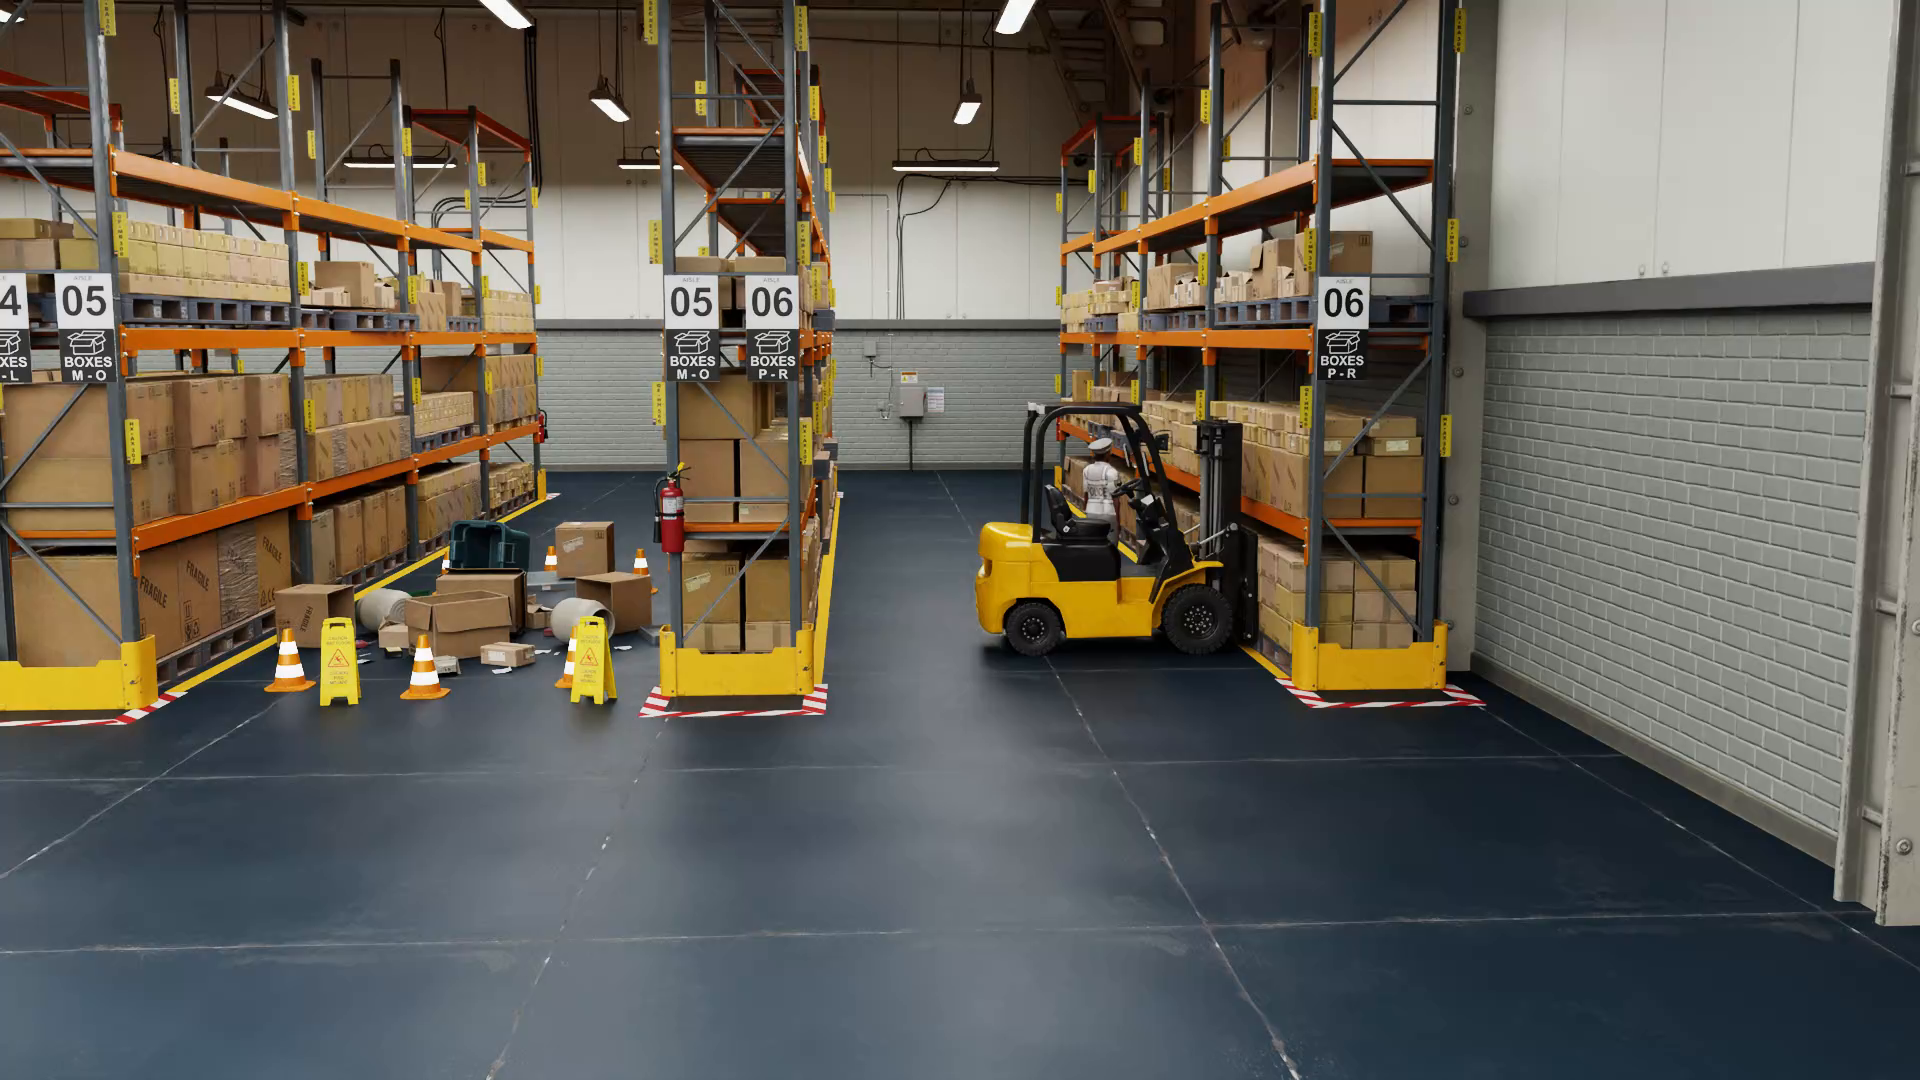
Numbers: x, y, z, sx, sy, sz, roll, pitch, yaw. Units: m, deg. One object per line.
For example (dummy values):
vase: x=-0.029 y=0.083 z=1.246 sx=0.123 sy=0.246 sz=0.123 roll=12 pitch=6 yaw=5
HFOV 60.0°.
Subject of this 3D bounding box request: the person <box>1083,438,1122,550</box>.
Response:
person: x=1.518 y=-0.230 z=17.518 sx=0.435 sy=1.693 sz=0.361 roll=6 pitch=9 yaw=40
